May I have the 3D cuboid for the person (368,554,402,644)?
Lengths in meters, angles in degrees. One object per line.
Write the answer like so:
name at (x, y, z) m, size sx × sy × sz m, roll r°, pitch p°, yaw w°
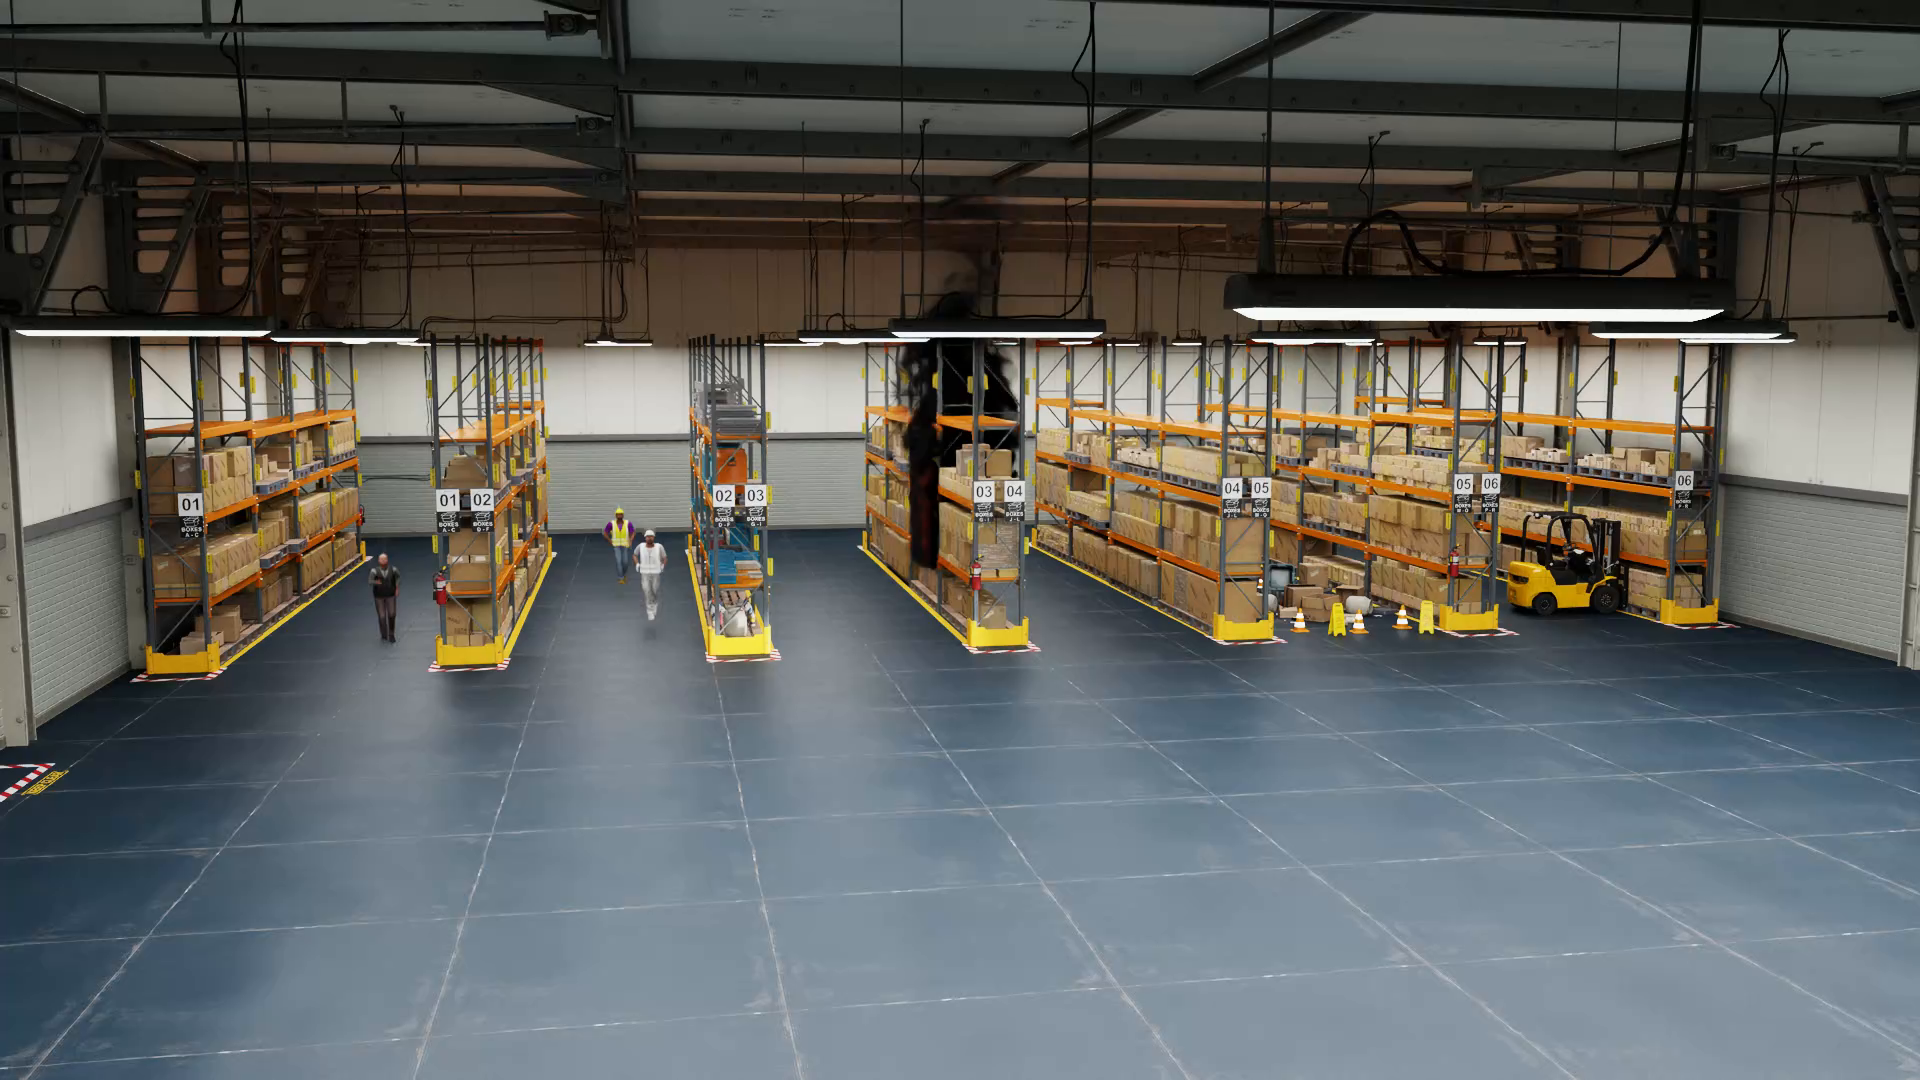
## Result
person at (-11.232, 1.156, 32.512) m, size 0.637 × 1.760 × 0.711 m, roll -2°, pitch 7°, yaw -19°

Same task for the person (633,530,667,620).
person at (-6.299, 0.694, 33.822) m, size 0.681 × 1.791 × 0.796 m, roll -1°, pitch 7°, yaw -11°

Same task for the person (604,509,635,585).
person at (-7.910, 0.144, 38.664) m, size 0.714 × 1.750 × 0.597 m, roll -2°, pitch 7°, yaw -17°
